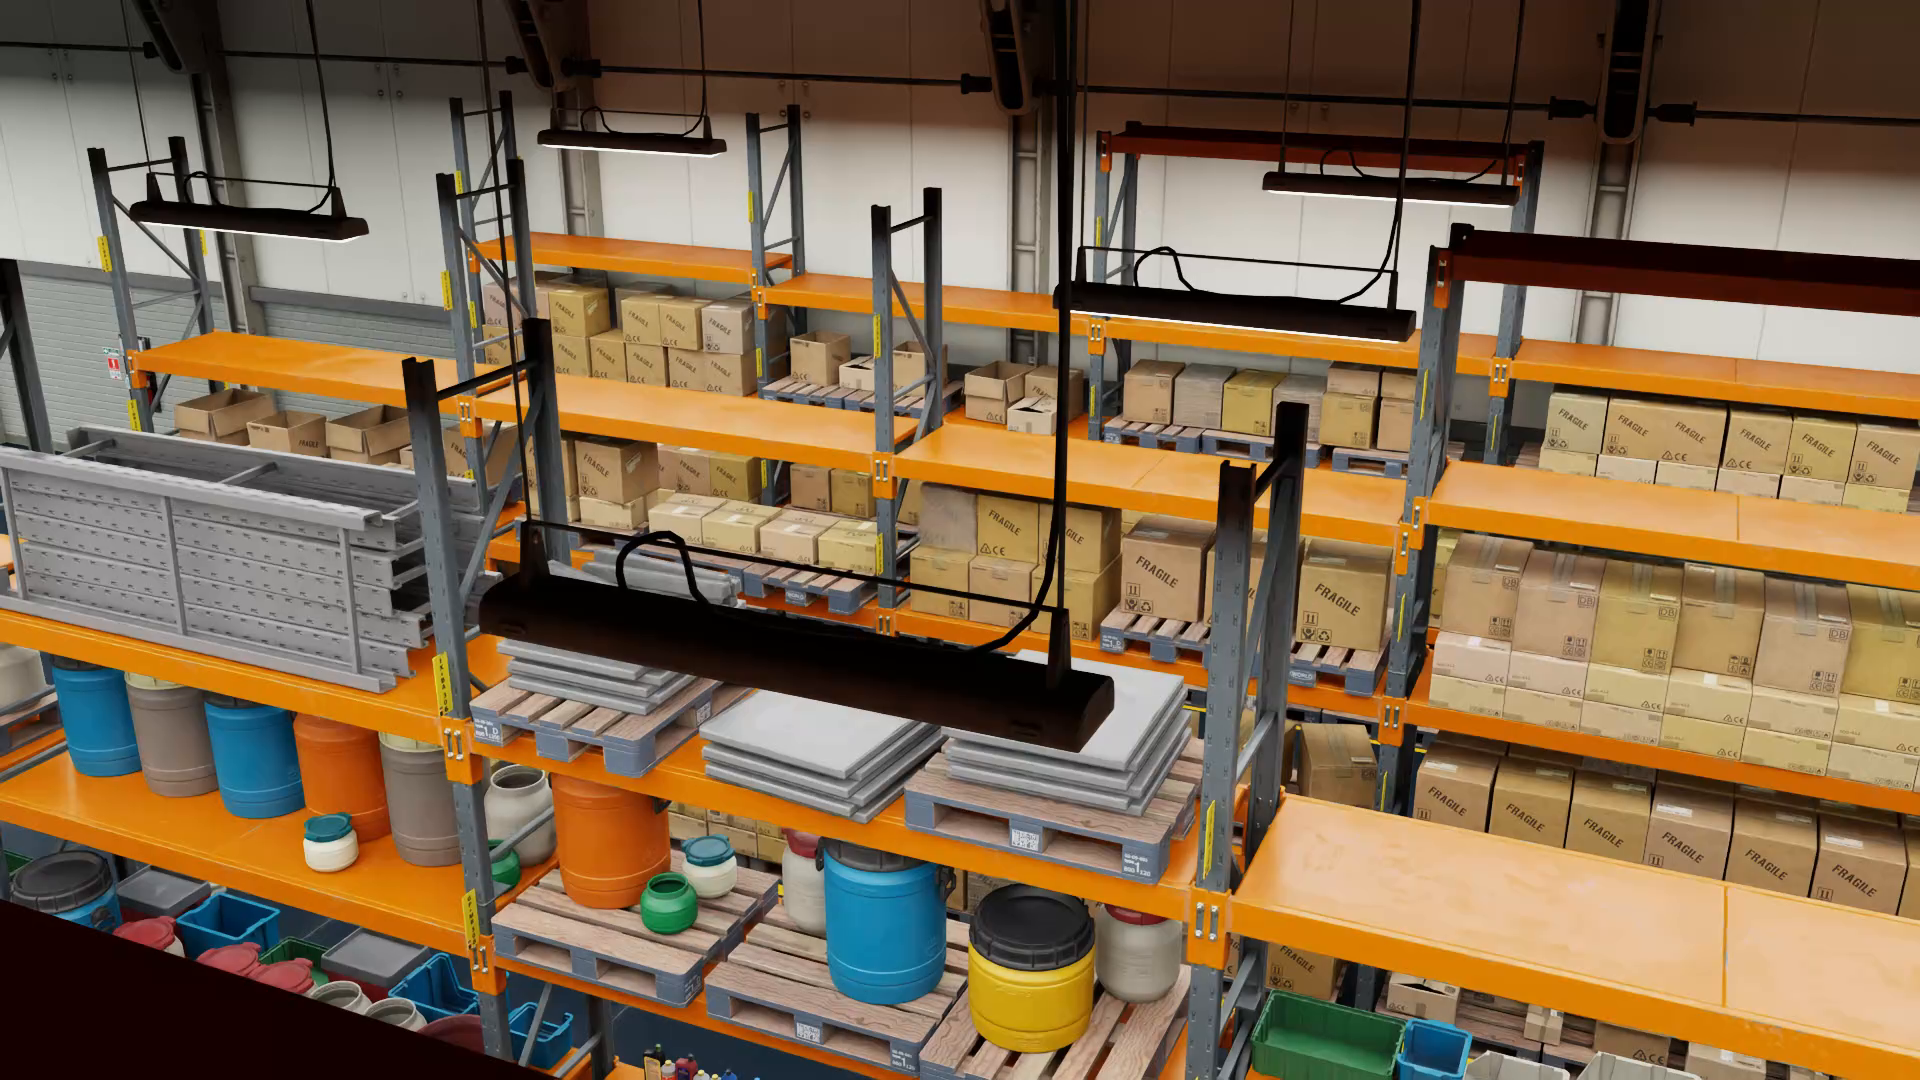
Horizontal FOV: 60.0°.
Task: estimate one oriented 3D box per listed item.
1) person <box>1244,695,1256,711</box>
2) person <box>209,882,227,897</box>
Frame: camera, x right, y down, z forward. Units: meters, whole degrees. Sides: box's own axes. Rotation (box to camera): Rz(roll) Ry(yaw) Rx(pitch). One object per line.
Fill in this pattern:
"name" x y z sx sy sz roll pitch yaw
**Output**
"person" 2.666 1.728 15.715 1.045 1.626 0.442 9 22 22
"person" -5.911 2.683 13.145 0.796 1.697 0.590 16 26 37
